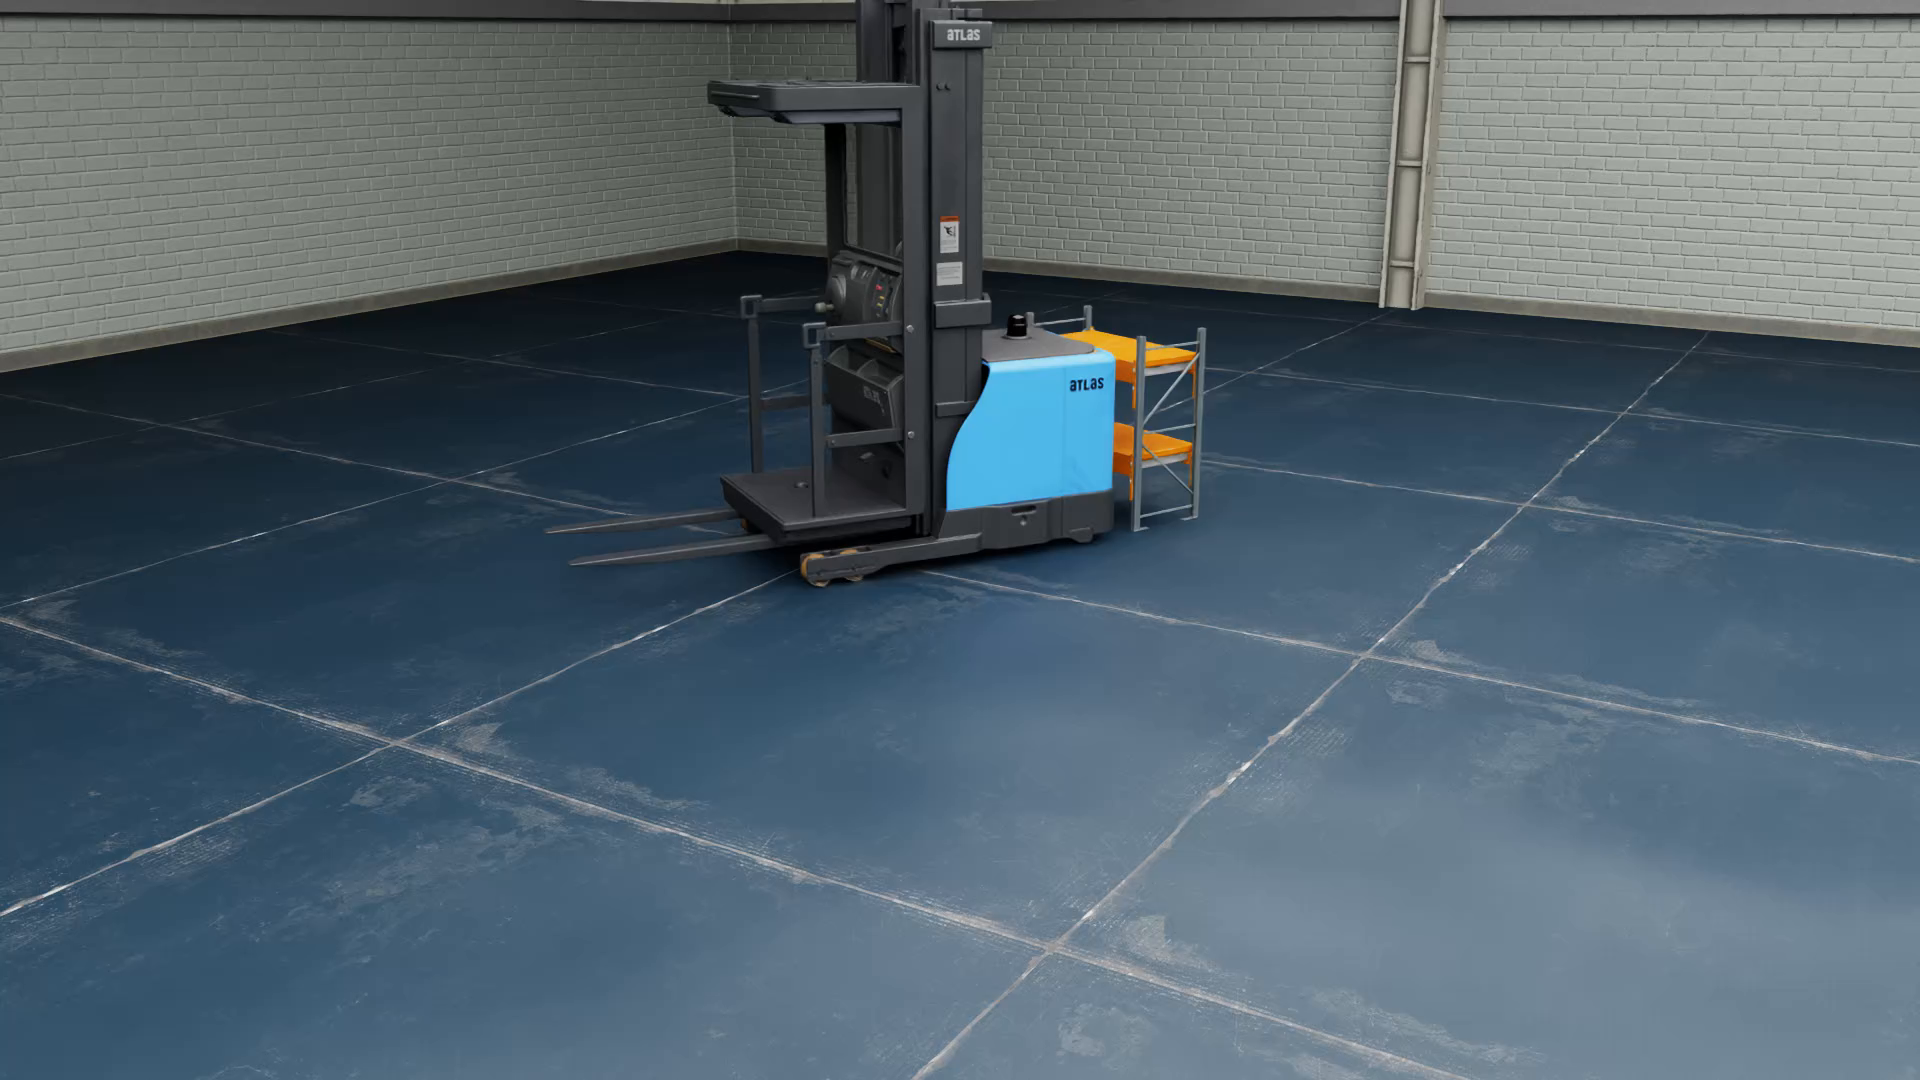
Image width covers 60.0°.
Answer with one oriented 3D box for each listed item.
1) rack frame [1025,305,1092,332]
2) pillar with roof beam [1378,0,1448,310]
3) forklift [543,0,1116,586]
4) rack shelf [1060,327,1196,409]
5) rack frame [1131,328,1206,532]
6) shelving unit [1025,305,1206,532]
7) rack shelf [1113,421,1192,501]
[{"bbox_3d":[0.604,-0.871,10.313,0.500,1.125,0.032,-12,20,-34],"label":"rack frame"},{"bbox_3d":[2.375,-5.685,12.615,0.400,9.000,9.100,10,20,30],"label":"pillar with roof beam"},{"bbox_3d":[-0.693,-1.339,8.746,3.031,2.935,1.130,-8,19,-24],"label":"forklift"},{"bbox_3d":[0.899,-1.031,9.832,0.538,0.278,1.000,-12,20,-34],"label":"rack shelf"},{"bbox_3d":[1.193,-0.631,9.521,0.500,1.125,0.032,-12,20,-34],"label":"rack frame"},{"bbox_3d":[0.899,-0.751,9.917,0.538,1.125,1.048,-12,20,-34],"label":"shelving unit"},{"bbox_3d":[0.898,-0.517,9.988,0.538,0.278,1.000,-12,20,-34],"label":"rack shelf"}]
